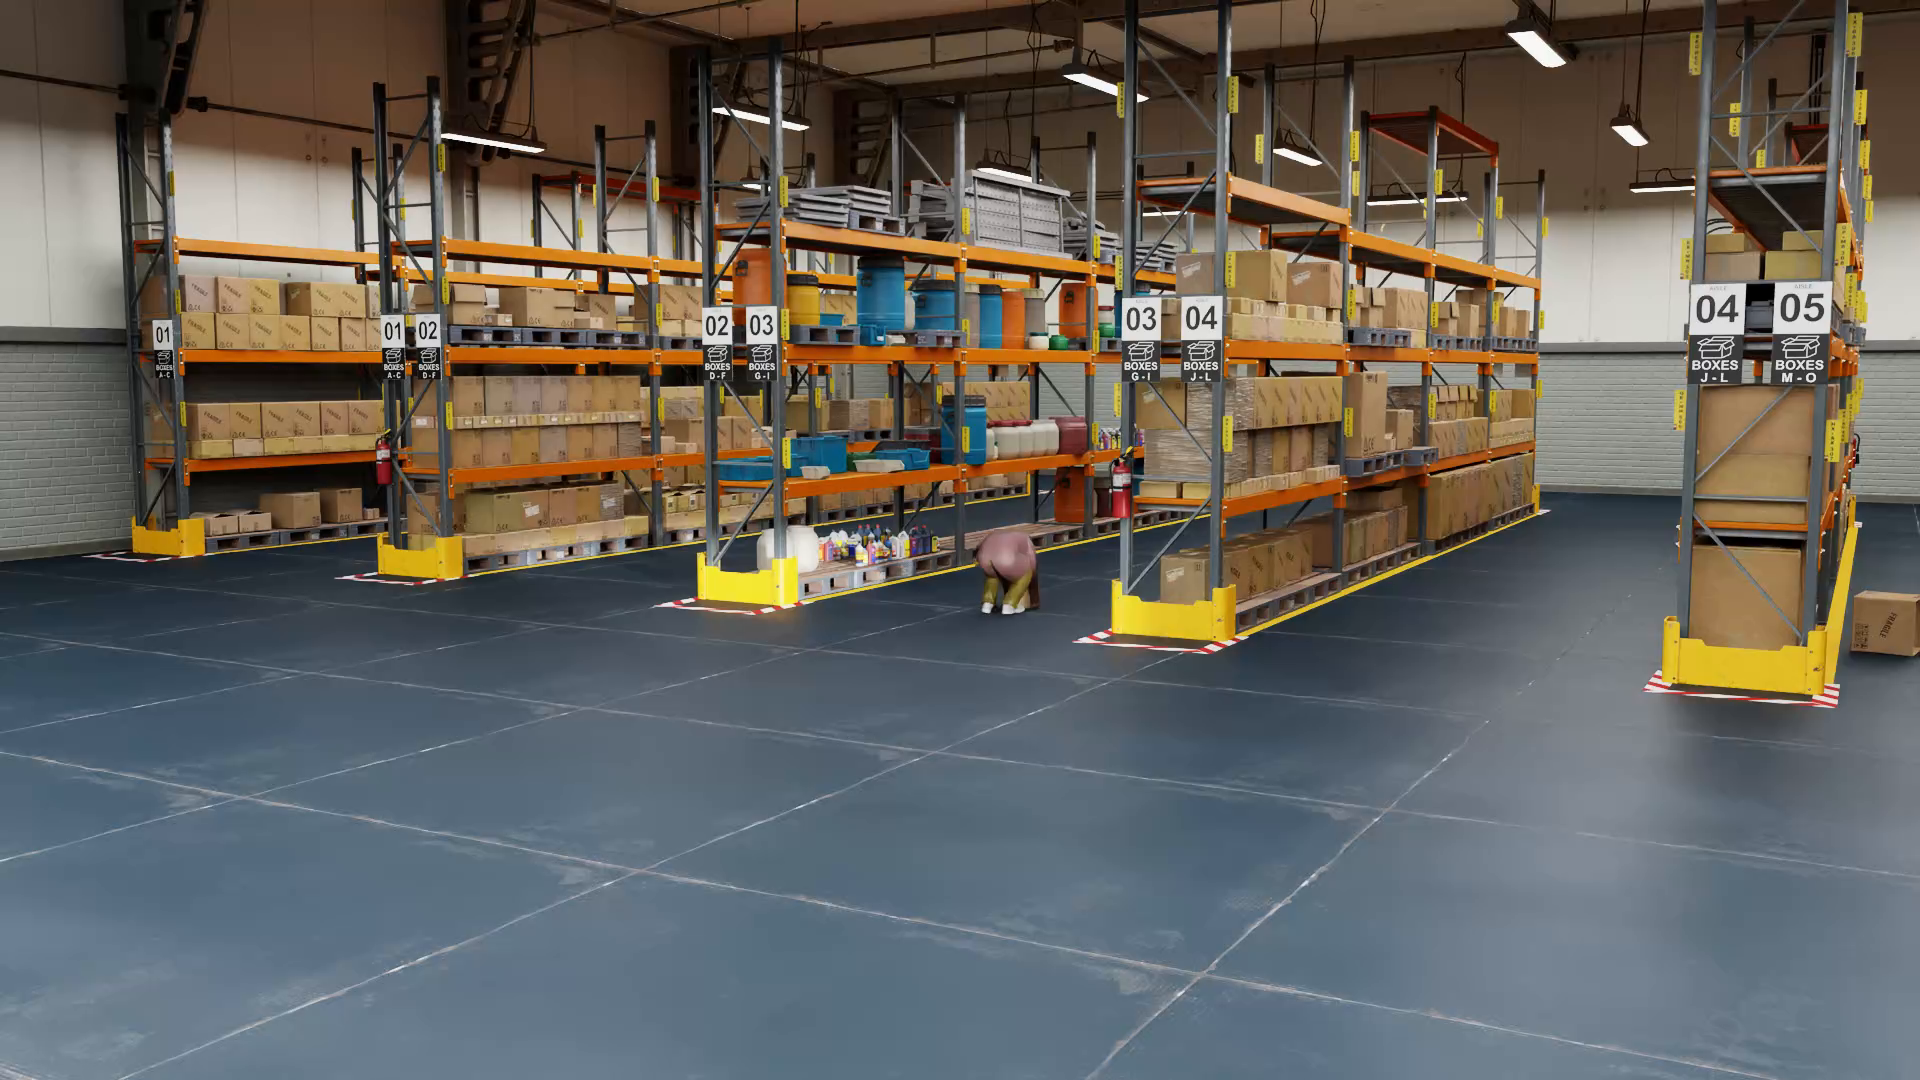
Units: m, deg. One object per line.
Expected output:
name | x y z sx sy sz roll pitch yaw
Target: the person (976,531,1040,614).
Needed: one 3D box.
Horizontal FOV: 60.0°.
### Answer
person | 0.513 0.329 17.494 0.589 0.873 0.955 3 6 27
